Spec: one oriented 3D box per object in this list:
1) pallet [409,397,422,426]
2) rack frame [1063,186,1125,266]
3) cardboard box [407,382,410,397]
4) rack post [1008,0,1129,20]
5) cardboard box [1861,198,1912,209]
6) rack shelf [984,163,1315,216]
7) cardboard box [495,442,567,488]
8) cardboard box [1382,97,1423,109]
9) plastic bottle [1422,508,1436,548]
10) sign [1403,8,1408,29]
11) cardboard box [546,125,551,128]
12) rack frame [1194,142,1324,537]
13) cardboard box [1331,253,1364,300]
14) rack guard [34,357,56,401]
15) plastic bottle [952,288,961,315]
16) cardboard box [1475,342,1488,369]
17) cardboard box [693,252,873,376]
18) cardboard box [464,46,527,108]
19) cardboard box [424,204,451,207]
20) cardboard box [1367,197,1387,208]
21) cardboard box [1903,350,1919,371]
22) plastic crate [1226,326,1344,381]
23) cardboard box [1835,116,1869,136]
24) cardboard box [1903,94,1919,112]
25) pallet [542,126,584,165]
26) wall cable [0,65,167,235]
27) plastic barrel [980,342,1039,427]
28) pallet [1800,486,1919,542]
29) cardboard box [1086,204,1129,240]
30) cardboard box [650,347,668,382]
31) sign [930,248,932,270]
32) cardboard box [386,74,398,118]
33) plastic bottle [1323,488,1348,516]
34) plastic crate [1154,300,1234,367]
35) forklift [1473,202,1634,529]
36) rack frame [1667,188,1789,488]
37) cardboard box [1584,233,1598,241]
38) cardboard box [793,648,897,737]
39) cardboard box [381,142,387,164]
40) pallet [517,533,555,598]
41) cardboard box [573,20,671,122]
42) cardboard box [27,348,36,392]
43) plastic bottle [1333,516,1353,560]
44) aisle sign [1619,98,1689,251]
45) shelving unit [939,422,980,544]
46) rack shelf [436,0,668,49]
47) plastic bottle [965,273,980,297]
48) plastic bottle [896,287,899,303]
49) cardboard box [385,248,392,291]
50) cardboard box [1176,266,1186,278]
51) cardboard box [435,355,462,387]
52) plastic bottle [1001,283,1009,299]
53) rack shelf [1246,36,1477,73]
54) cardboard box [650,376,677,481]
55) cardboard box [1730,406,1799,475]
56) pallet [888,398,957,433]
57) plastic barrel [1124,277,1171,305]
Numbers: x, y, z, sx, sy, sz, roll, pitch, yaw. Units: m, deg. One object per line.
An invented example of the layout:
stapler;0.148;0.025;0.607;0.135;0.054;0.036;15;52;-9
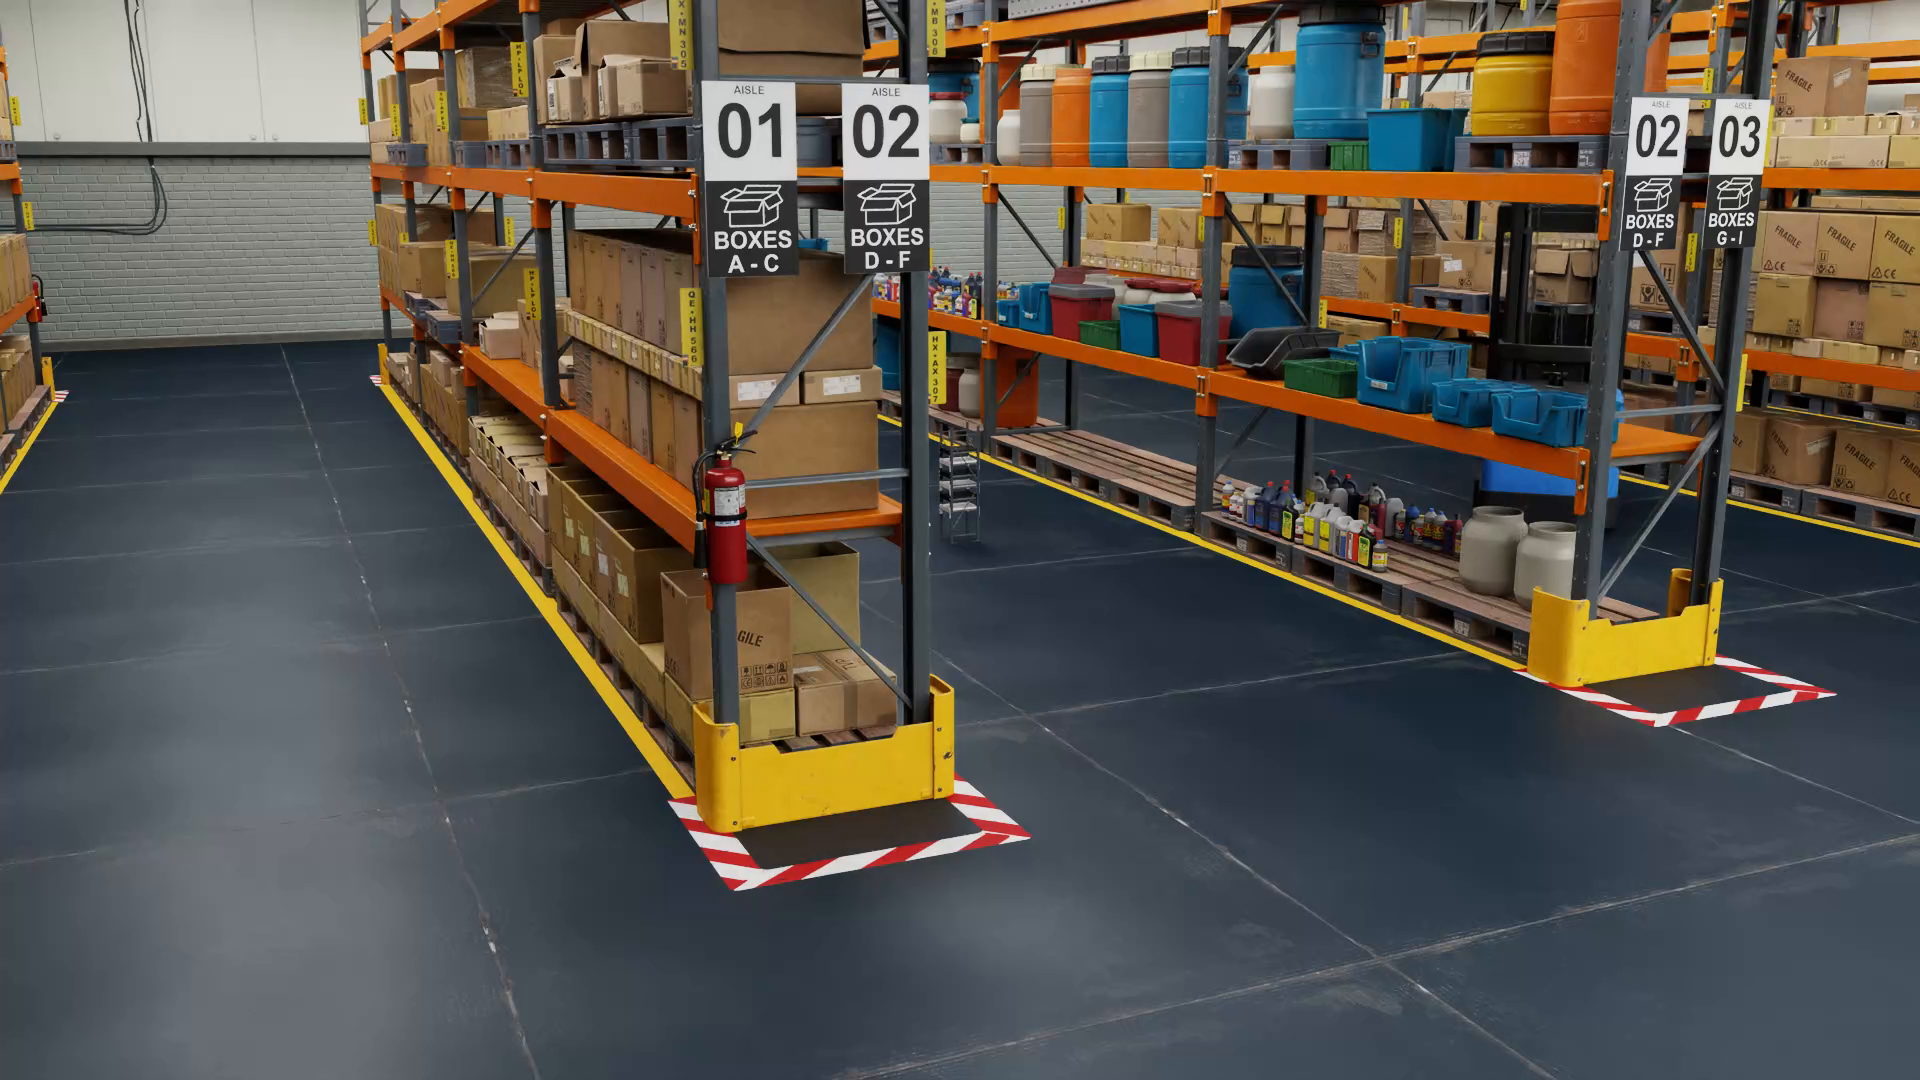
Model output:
pallet;-5.702;-1.525;18.990;1.003;0.211;1.213;-6;14;-23
rack frame;2.049;-4.462;25.495;1.000;3.000;0.127;-6;14;-23
cardboard box;-6.121;-1.731;19.043;0.380;0.149;0.250;-6;14;-23
rack post;1.450;-4.954;13.876;1.013;1.000;3.121;-6;14;-23
cardboard box;13.285;-4.637;23.812;0.500;0.500;0.500;-6;14;-24
rack shelf;1.516;-3.059;14.378;1.077;0.370;4.000;-6;14;-23
cardboard box;-3.258;-0.599;12.728;0.500;0.311;0.500;-6;14;-24
cardboard box;4.943;-4.645;18.473;0.797;0.503;0.637;-5;14;-20
plastic bottle;3.302;-0.088;11.673;0.097;0.271;0.097;0;13;0
sign;7.150;-8.390;26.739;0.100;0.325;0.005;-6;14;-23
cardboard box;-2.683;-2.923;11.595;0.500;0.250;0.500;-7;15;-28
rack frame;2.317;-1.535;12.850;1.000;3.000;0.127;-6;14;-23
cardboard box;4.634;-3.041;19.134;0.500;0.500;0.500;-6;14;-23
rack guard;-11.577;-1.907;19.999;1.175;0.500;0.348;-6;14;-23
plastic bottle;-0.038;-2.457;17.120;0.097;0.271;0.097;0;13;0
cardboard box;5.771;-1.926;17.446;0.500;0.250;0.500;-4;14;-17
cardboard box;-0.817;-1.051;7.661;0.700;0.500;0.500;-6;14;-23
cardboard box;-3.994;-4.003;14.421;0.500;0.500;0.500;-6;14;-23
cardboard box;-6.396;-3.932;20.768;0.500;0.500;0.500;-5;14;-21
cardboard box;6.778;-5.349;26.231;0.500;0.500;0.500;-5;14;-21
cardboard box;7.457;-1.374;12.713;0.380;0.149;0.250;-6;14;-23
plastic crate;2.411;-1.385;12.340;0.767;0.338;0.504;-6;14;-23
cardboard box;7.126;-3.254;13.071;0.380;0.149;0.250;-6;14;-24
cardboard box;10.791;-4.666;18.349;0.500;0.500;0.500;-6;14;-23
pallet;-1.857;-2.333;9.841;1.003;0.211;1.213;-6;14;-23
wall cable;-13.505;-5.730;24.558;3.097;2.526;0.112;-6;14;-23
plastic barrel;0.503;-1.608;17.048;0.600;0.830;0.708;-6;14;-23
pallet;7.650;-0.236;13.421;1.003;0.211;1.213;-6;14;-23
cardboard box;2.194;-4.672;24.414;0.500;0.500;0.500;-6;14;-24
cardboard box;-1.361;-0.902;8.453;0.380;0.149;0.250;-5;14;-21
sign;-0.382;-3.372;20.173;0.100;0.325;0.005;-6;14;-23
cardboard box;-6.273;-5.144;19.351;0.700;0.500;0.500;-6;14;-23
plastic bottle;2.791;-0.257;12.394;0.152;0.276;0.135;-6;14;-23
plastic crate;1.843;-1.639;13.156;0.402;0.464;0.583;-6;14;-23
forklift;5.079;-1.803;14.158;1.130;2.935;3.031;4;14;18
rack frame;6.856;-1.982;14.783;1.000;3.000;0.127;-6;14;-23
cardboard box;8.491;-4.044;21.999;0.380;0.149;0.250;-5;14;-21
cardboard box;-0.631;0.742;8.178;0.500;0.250;0.500;-6;14;-23
cardboard box;-6.460;-4.517;19.412;0.500;0.250;0.500;-6;14;-23
pallet;-2.554;0.121;11.877;1.003;0.211;1.213;-6;14;-23
cardboard box;-1.679;-2.521;8.988;0.797;0.503;0.637;-4;14;-17
cardboard box;-11.195;-1.971;19.345;0.700;0.500;0.500;-6;14;-23
plastic bottle;2.651;-0.019;11.365;0.152;0.276;0.135;-6;14;-25
aisle sign;3.676;-1.934;8.806;0.394;0.787;0.004;-6;14;-23
shelving unit;-0.003;-0.440;12.776;0.258;0.900;0.210;-6;14;-23
rack shelf;-3.024;-3.879;12.156;1.077;0.370;4.000;-6;14;-23
plastic bottle;0.137;-2.734;18.141;0.144;0.351;0.185;-6;14;-23
plastic bottle;-0.659;-2.743;18.511;0.097;0.201;0.097;0;13;0
cardboard box;-6.684;-3.291;20.215;0.500;0.500;0.500;-6;14;-23
cardboard box;3.125;-3.600;22.327;0.380;0.149;0.250;-5;14;-22
cardboard box;-4.855;-1.671;16.342;0.500;0.250;0.500;-6;14;-24
plastic bottle;0.485;-2.615;17.800;0.097;0.271;0.097;0;13;0
rack shelf;4.452;-5.599;19.589;1.077;0.370;4.000;-6;14;-23
cardboard box;-1.204;-0.620;8.673;0.700;0.500;0.500;-6;14;-23
cardboard box;6.979;-0.883;14.645;0.500;0.500;0.500;-6;14;-25
pallet;-0.124;-1.414;18.510;1.003;0.211;1.213;-6;14;-23
plastic barrel;1.668;-2.060;14.816;0.433;0.535;0.433;0;13;0
